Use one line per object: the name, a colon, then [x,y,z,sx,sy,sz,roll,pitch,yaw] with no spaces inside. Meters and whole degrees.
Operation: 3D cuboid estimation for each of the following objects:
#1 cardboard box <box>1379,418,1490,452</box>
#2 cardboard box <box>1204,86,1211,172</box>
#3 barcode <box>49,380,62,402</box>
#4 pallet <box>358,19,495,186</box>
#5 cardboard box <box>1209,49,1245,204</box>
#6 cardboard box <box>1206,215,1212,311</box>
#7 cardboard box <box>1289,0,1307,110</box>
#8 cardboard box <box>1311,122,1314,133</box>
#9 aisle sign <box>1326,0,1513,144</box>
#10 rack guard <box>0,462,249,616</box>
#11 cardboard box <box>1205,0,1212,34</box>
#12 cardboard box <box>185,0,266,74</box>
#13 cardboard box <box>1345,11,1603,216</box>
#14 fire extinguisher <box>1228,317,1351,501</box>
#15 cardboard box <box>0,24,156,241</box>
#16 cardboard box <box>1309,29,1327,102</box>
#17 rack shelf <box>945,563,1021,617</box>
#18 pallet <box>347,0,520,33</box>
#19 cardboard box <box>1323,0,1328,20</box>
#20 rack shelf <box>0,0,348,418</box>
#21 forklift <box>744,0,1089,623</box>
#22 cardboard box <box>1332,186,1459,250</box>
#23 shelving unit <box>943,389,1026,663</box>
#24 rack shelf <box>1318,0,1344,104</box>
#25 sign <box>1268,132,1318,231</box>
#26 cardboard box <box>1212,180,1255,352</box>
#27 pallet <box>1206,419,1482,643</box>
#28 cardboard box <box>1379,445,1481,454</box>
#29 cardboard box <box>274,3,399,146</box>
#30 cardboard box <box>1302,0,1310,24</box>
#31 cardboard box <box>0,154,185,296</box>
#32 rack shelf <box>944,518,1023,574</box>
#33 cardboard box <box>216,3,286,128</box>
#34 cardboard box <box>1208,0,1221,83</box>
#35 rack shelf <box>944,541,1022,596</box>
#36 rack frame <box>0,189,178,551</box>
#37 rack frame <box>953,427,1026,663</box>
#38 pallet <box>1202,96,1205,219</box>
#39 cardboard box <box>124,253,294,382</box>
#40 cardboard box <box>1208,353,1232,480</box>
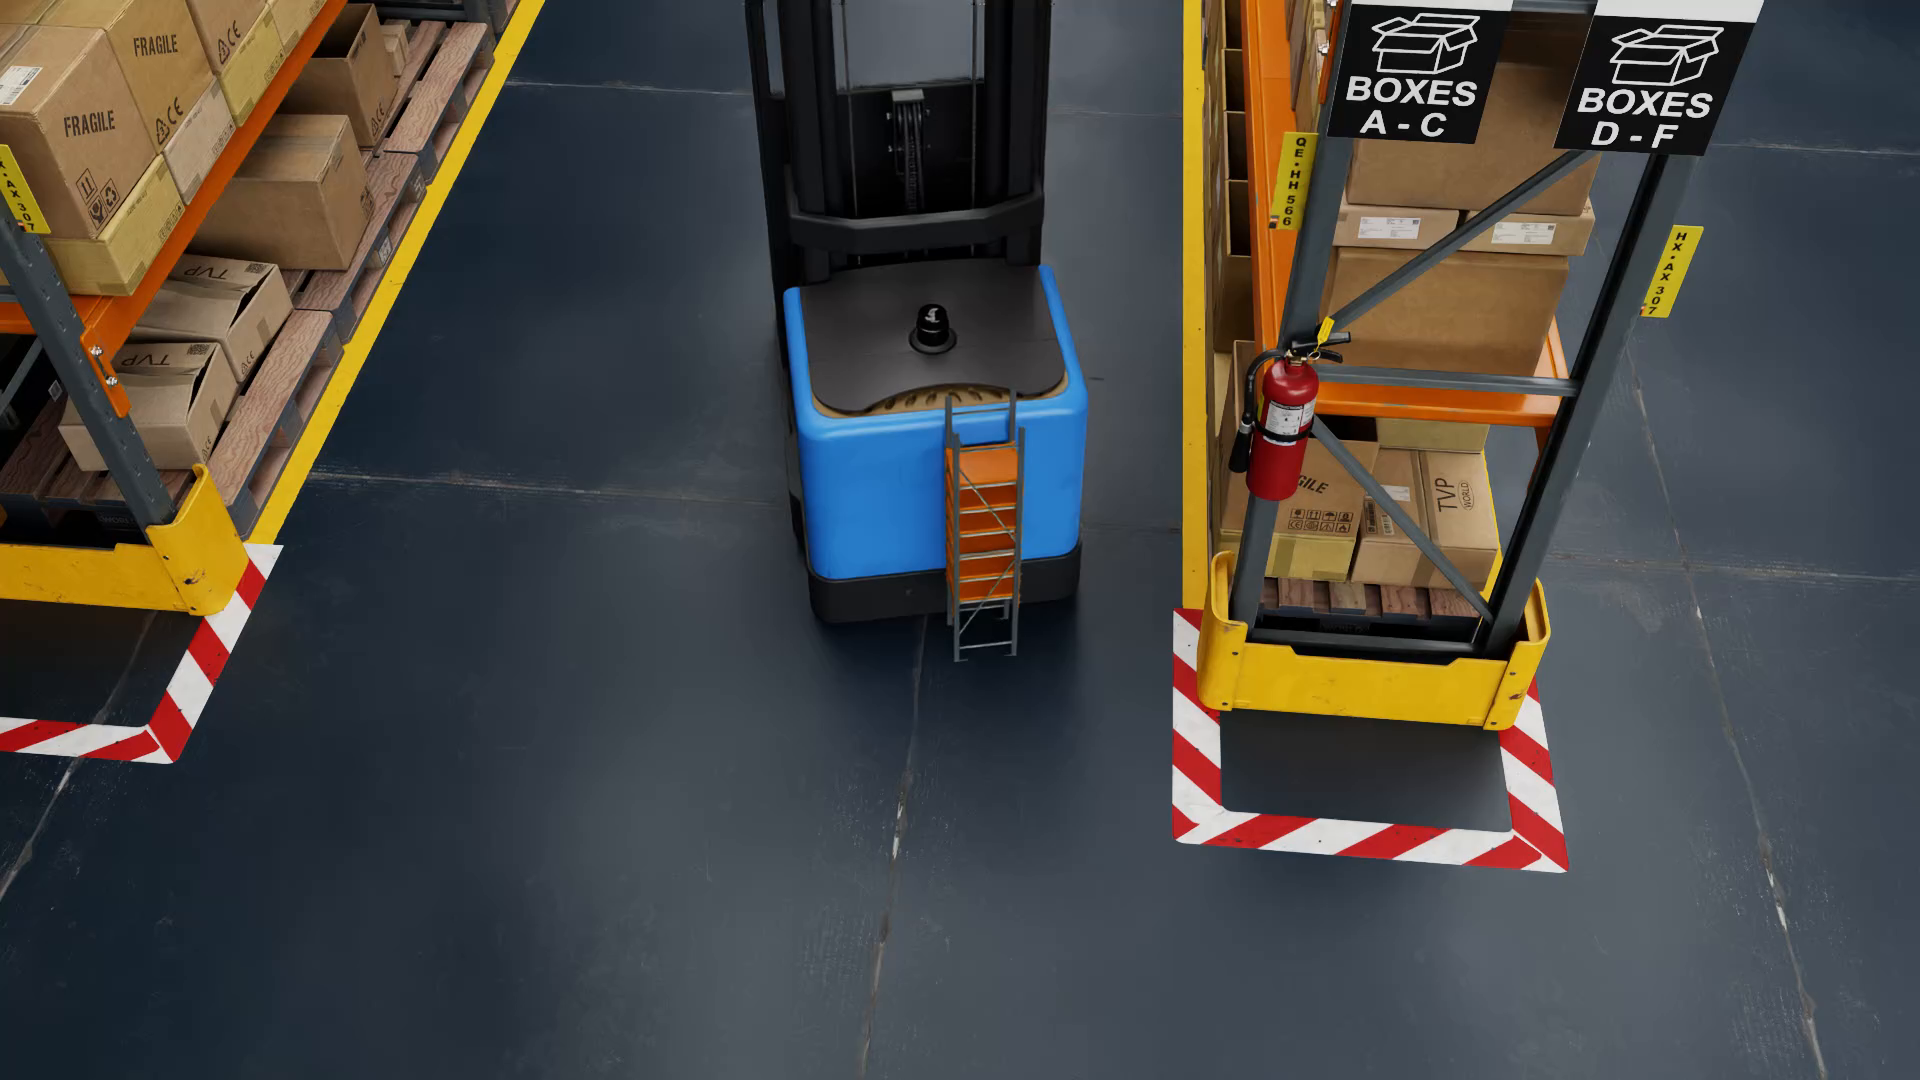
cardboard box: [1.796,-0.706,6.433,0.500,0.500,0.500,4,48,4]
cardboard box: [1.452,-1.958,8.087,0.500,0.250,0.500,4,48,4]
barcode: [-3.695,-0.609,6.792,0.001,0.075,0.075,4,48,4]
pallet: [-3.112,-2.325,8.733,1.003,0.211,1.213,4,48,4]
cardboard box: [1.402,-1.844,7.474,0.500,0.500,0.500,4,48,4]
cardboard box: [1.362,-1.223,7.415,0.500,0.250,0.500,4,48,4]
cardboard box: [1.676,-2.006,6.484,0.700,0.500,0.500,5,48,5]
cardboard box: [1.581,-1.254,5.797,0.700,0.500,0.500,5,48,5]
aisle sign: [1.184,-1.341,4.182,0.394,0.787,0.004,4,48,4]
rack guard: [-3.444,-0.035,6.443,1.175,0.500,0.348,4,48,4]
cardboard box: [1.596,-2.970,9.012,0.500,0.250,0.500,3,48,3]
cardboard box: [-3.000,-2.104,6.222,0.500,0.500,0.500,2,48,2]
cardboard box: [1.542,-1.345,5.000,0.700,0.500,0.500,4,48,4]
fire extinguisher: [1.009,-0.411,5.145,0.296,0.674,0.183,4,48,4]
cardboard box: [-3.108,-1.363,5.543,0.500,0.500,0.500,4,48,4]
cardboard box: [1.398,-1.604,5.677,0.380,0.149,0.250,4,48,4]
rack shelf: [0.083,0.172,6.165,0.258,0.103,0.180,-6,48,-5]
pallet: [-3.017,-3.393,9.710,1.003,0.211,1.213,4,48,4]
cardboard box: [1.630,-2.102,5.693,0.700,0.500,0.500,4,48,4]
rack shelf: [-3.269,-2.050,7.079,1.077,0.370,4.000,4,48,4]
forklift: [-0.253,-1.773,6.385,1.130,2.935,3.031,-6,48,-5]
cardboard box: [1.327,-1.039,5.160,0.380,0.149,0.250,3,48,3]
shelving unit: [0.083,-0.020,5.955,0.258,1.200,0.189,-6,48,-5]
rack shelf: [1.665,-2.732,5.670,1.077,0.370,4.000,4,48,4]
sign: [0.943,-1.010,4.696,0.100,0.325,0.005,4,48,4]
cardboard box: [1.311,-1.109,6.802,0.500,0.500,0.500,4,48,4]
pallet: [1.510,-0.116,6.713,1.003,0.211,1.213,4,48,4]
cardboard box: [1.795,-0.453,6.710,0.500,0.250,0.500,4,48,4]
cardboard box: [-3.141,-2.302,8.218,0.500,0.500,0.500,1,48,1]
cardboard box: [1.444,-1.990,6.030,0.380,0.149,0.250,5,48,5]
cardboard box: [-3.090,-1.116,5.826,0.500,0.250,0.500,3,48,2]
rack shelf: [0.083,0.010,5.988,0.258,0.103,0.180,-6,48,-5]
cardboard box: [-3.005,-1.873,6.518,0.500,0.250,0.500,3,48,3]
cardboard box: [1.493,-2.579,8.146,0.500,0.500,0.500,4,48,4]
rack shelf: [0.083,0.091,6.077,0.258,0.103,0.180,-6,48,-5]
rack frame: [-3.451,-0.823,5.470,1.000,3.000,0.127,4,48,4]
rack frame: [0.096,0.047,5.894,0.240,1.200,0.006,-6,48,-5]
pallet: [1.733,-1.909,8.353,1.003,0.211,1.213,4,48,4]
cardboard box: [-3.246,-0.985,7.142,0.500,0.311,0.500,7,48,7]
cardboard box: [1.271,-0.488,6.743,0.500,0.250,0.500,4,48,4]
